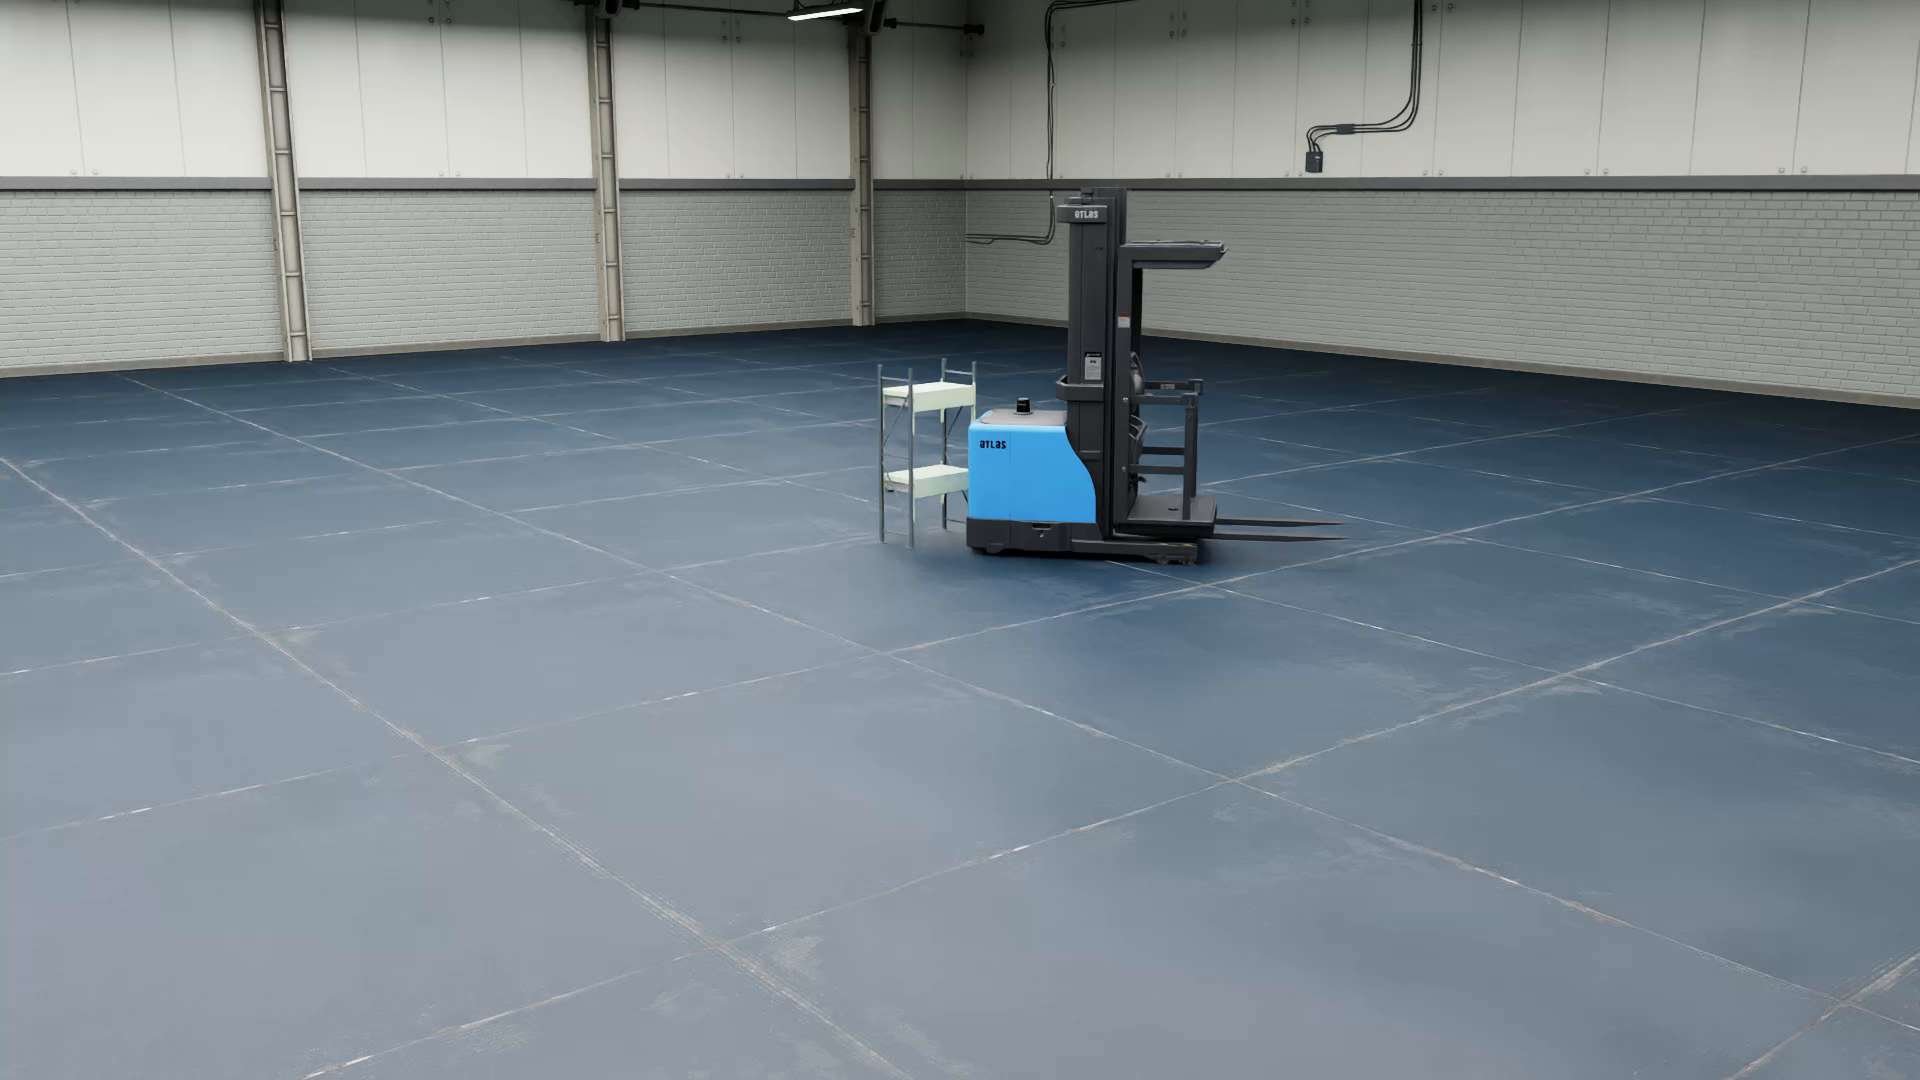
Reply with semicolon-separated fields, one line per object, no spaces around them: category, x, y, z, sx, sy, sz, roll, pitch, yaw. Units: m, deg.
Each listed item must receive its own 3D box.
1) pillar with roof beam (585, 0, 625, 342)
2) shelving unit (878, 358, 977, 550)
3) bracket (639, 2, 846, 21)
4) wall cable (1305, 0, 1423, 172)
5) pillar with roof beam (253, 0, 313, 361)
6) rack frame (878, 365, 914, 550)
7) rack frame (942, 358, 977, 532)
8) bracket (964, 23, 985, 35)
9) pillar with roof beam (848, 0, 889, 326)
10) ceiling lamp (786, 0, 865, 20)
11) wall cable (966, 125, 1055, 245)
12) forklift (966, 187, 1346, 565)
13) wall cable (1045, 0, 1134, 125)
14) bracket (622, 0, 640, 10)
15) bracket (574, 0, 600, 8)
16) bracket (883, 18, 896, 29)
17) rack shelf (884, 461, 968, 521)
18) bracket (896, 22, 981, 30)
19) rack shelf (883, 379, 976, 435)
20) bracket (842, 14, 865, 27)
pillar with roof beam;-4.095;-7.600;28.254;0.548;9.000;9.100;-9;15;-38
shelving unit;-0.269;-0.736;13.985;0.755;1.500;0.431;-12;17;-43
bracket;-4.213;-10.392;32.736;4.783;0.066;0.076;-9;15;-38
wall cable;6.946;-9.366;28.385;0.169;6.003;2.305;-9;15;-38
pillar with roof beam;-8.780;-6.821;24.588;0.400;9.000;9.100;-9;15;-38
rack frame;-0.529;-0.683;13.734;0.023;1.500;0.400;-12;17;-43
rack frame;-0.009;-0.790;14.237;0.023;1.500;0.400;-12;17;-43
bracket;0.297;-11.141;36.266;0.430;0.232;0.235;-9;15;-38
pillar with roof beam;0.590;-8.378;31.921;0.548;9.000;9.100;-9;15;-38
ceiling lamp;-2.149;-10.660;28.614;0.800;3.185;2.000;-9;15;-38
wall cable;1.028;-7.725;36.322;0.112;2.526;3.097;-9;15;-38
forklift;1.621;-1.355;13.452;3.031;2.935;1.130;2;12;10
wall cable;2.718;-9.757;33.731;0.112;2.526;3.097;-9;15;-38
bracket;-6.238;-10.055;31.151;0.430;0.232;0.235;-9;15;-38
bracket;-6.886;-9.947;30.644;0.430;0.232;0.235;-9;15;-38
bracket;-1.553;-10.834;34.818;0.430;0.232;0.235;-9;15;-38
rack shelf;-0.269;-0.417;14.053;0.720;0.370;0.431;-12;17;-43
bracket;-0.164;-11.064;35.905;3.189;0.066;0.076;-9;15;-38
rack shelf;-0.269;-1.118;13.904;0.720;0.370;0.431;-12;17;-43
bracket;-2.201;-10.726;34.310;0.430;0.232;0.235;-9;15;-38
